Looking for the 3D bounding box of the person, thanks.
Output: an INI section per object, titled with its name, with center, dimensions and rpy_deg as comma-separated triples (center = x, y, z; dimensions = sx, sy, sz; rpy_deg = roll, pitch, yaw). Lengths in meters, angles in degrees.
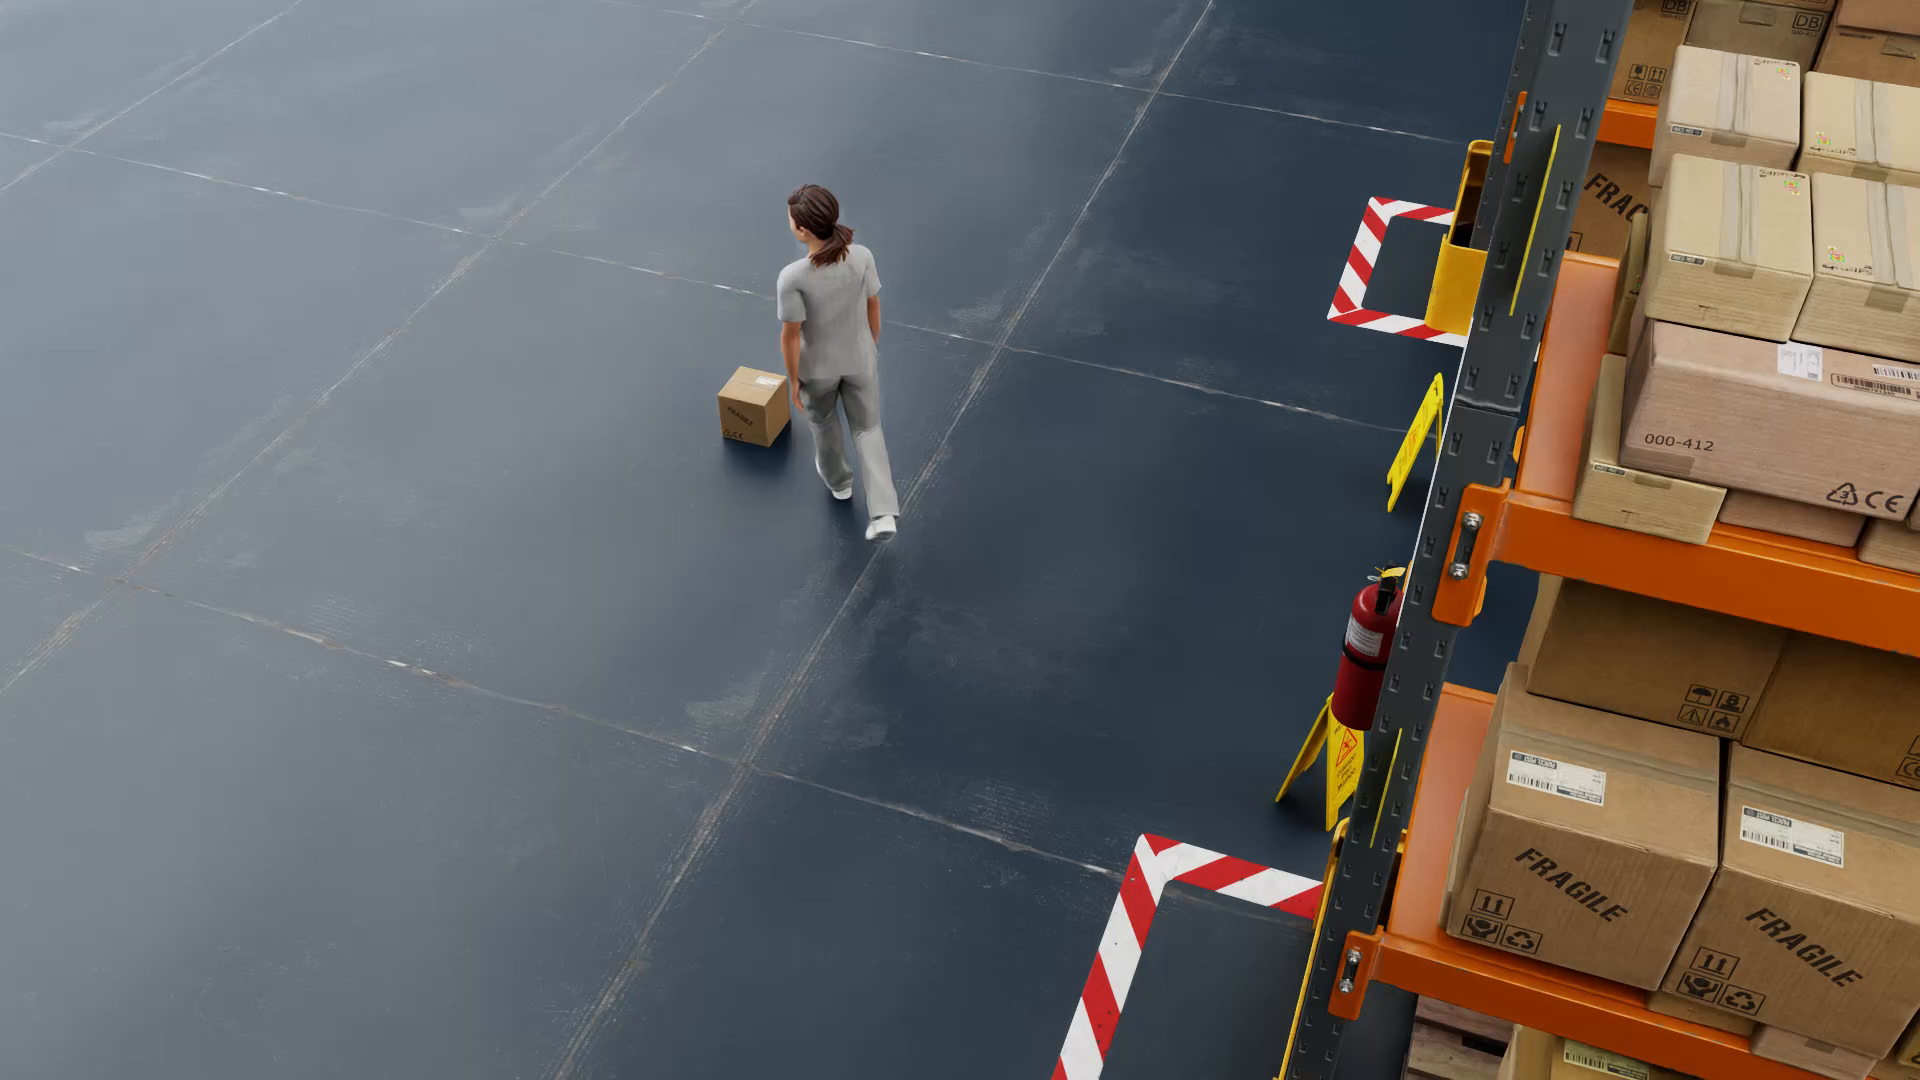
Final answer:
[person]
center = -0.522, -0.710, 6.954
dimensions = 0.451, 1.651, 0.858
rpy_deg = -12, 43, -13
